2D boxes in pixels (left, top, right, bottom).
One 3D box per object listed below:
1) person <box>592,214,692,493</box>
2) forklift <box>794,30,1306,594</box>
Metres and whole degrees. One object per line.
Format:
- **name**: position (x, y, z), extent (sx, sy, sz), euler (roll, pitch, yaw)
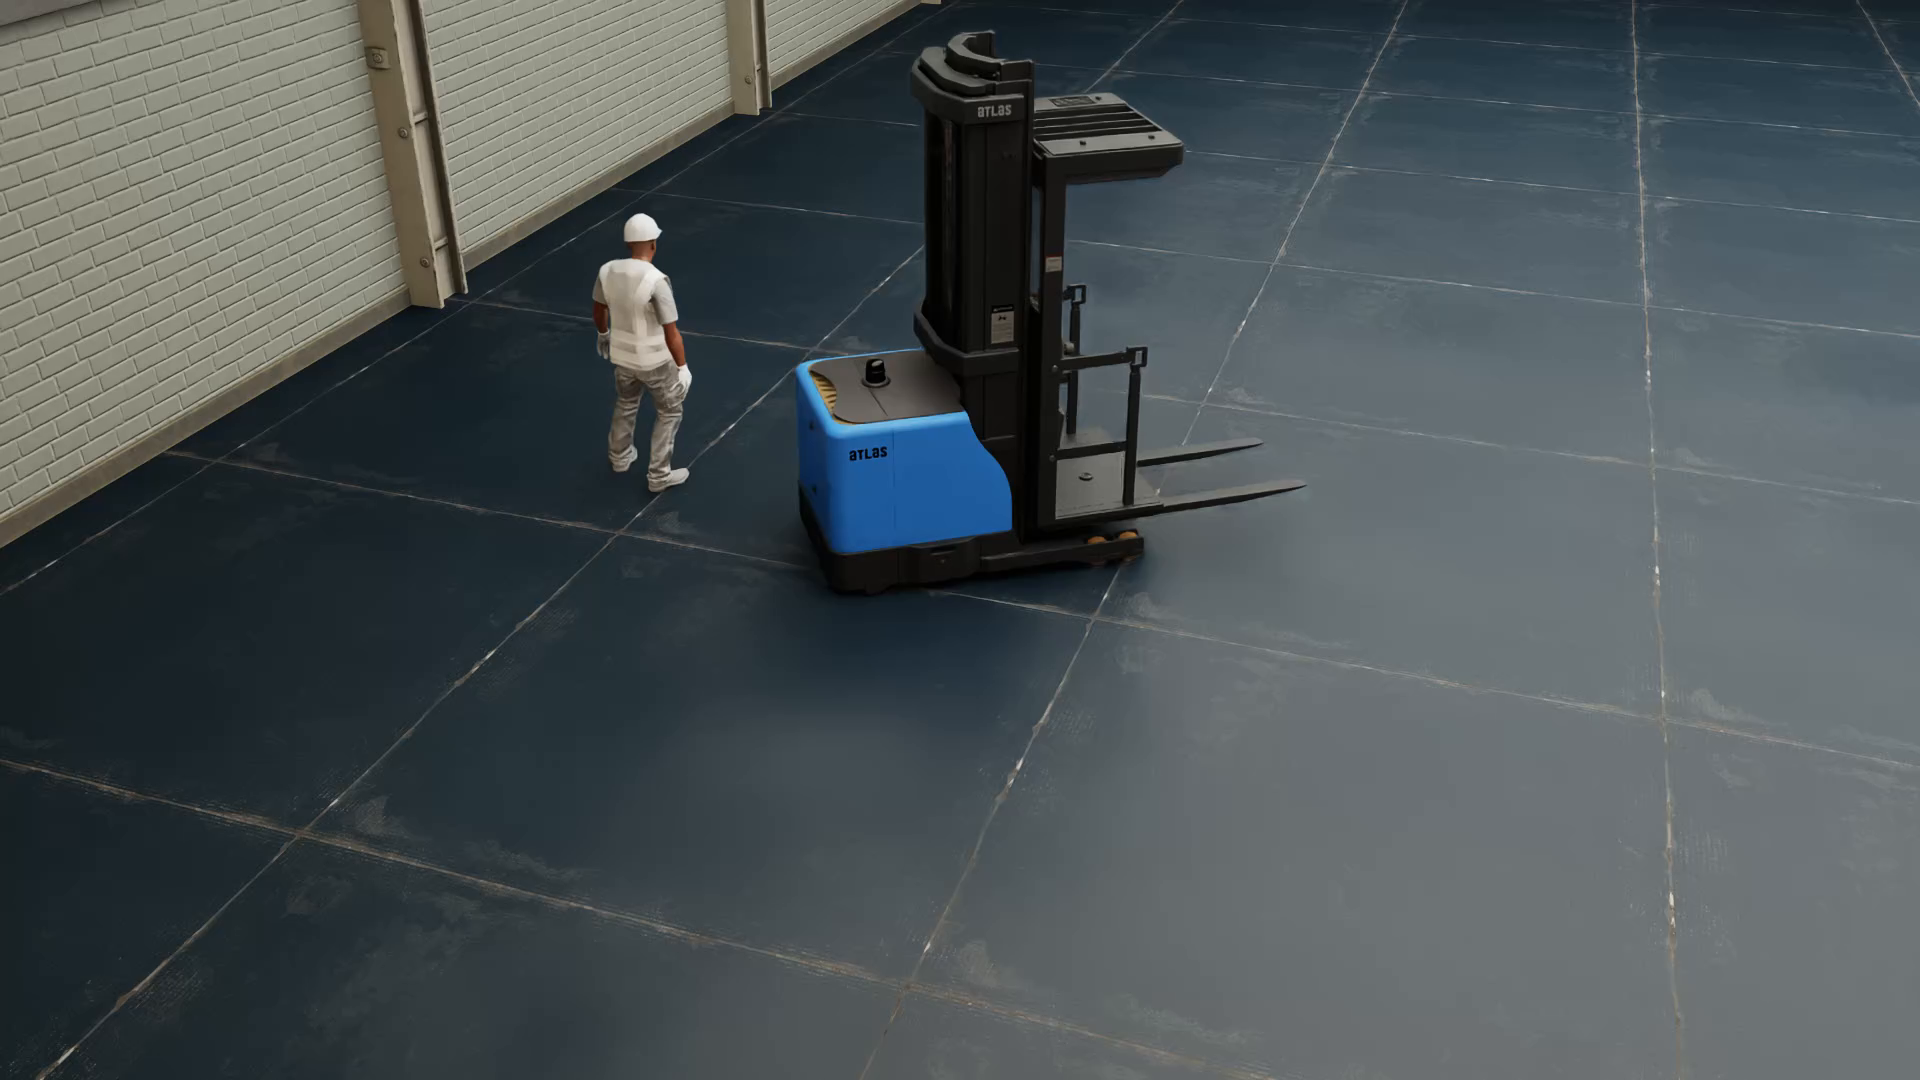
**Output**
- **person**: position (-1.960, -1.168, 10.379), extent (0.833, 1.752, 0.426), euler (18, 34, 28)
- **forklift**: position (0.590, -1.368, 9.536), extent (3.031, 2.935, 1.130), euler (-8, 31, -14)
